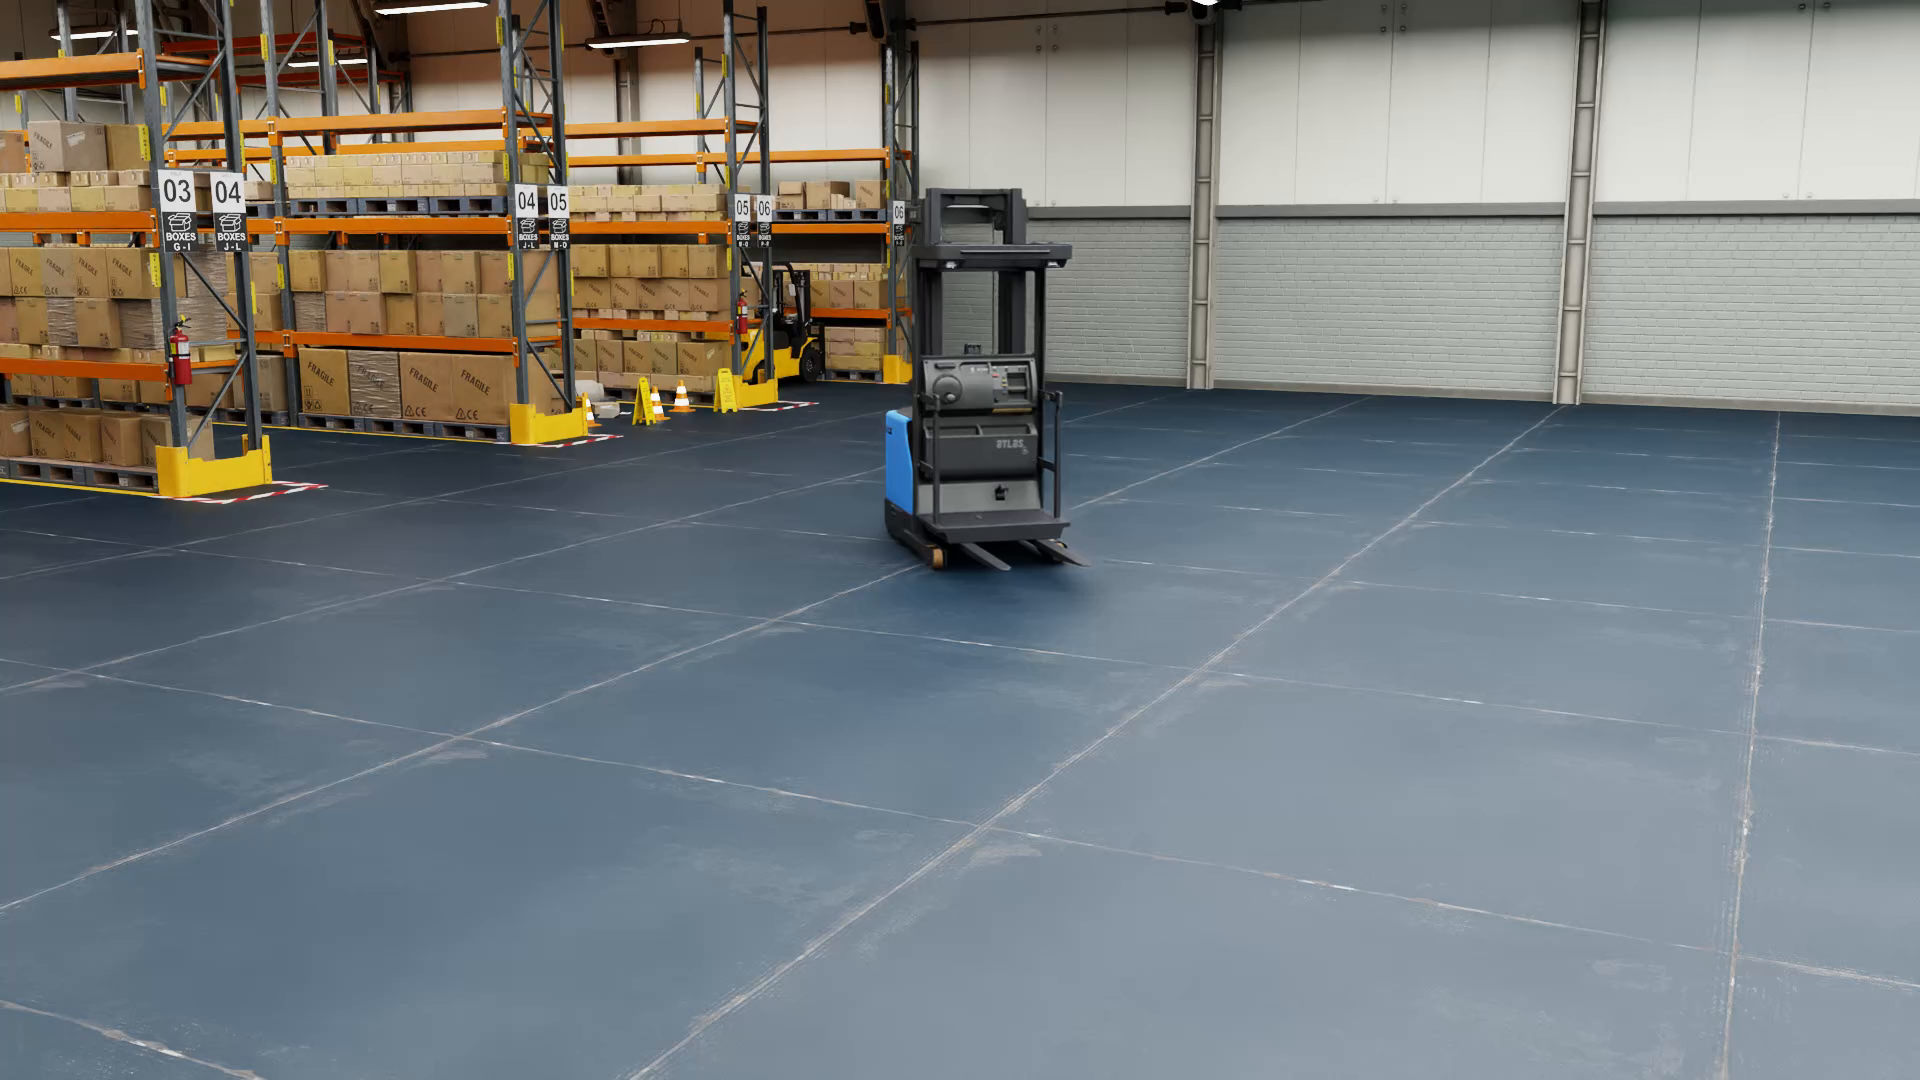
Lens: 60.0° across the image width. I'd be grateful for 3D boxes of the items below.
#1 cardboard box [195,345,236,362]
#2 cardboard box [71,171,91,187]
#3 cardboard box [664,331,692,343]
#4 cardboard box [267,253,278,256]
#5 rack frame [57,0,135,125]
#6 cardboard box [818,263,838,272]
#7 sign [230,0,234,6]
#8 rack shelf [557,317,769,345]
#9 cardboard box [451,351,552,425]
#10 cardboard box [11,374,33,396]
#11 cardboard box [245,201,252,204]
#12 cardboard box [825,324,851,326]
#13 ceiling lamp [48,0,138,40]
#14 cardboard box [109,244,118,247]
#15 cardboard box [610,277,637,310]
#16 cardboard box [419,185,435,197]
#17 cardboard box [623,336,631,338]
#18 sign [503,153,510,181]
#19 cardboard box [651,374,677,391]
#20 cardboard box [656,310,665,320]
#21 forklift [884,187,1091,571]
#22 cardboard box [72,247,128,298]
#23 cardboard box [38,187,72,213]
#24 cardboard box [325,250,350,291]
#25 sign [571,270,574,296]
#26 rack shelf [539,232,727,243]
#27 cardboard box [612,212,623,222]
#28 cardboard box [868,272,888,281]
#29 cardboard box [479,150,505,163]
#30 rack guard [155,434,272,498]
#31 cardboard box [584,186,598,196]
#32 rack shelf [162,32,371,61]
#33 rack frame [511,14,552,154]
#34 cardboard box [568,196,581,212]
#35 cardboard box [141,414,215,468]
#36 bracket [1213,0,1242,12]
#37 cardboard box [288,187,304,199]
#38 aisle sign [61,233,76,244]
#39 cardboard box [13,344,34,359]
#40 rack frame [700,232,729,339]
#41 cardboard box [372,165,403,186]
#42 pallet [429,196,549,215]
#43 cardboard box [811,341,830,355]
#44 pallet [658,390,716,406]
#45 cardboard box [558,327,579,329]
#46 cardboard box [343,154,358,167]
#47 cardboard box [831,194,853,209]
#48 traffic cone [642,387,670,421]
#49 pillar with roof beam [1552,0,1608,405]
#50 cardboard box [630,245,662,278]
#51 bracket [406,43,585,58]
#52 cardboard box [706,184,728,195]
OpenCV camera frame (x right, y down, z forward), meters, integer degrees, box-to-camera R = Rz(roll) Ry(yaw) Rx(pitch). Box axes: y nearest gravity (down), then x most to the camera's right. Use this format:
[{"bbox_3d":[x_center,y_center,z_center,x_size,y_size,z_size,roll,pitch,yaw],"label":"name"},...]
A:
[{"bbox_3d":[-7.736,-1.933,17.191,0.250,0.149,0.380,5,11,26],"label":"cardboard box"},{"bbox_3d":[-8.684,-3.625,16.718,0.250,0.149,0.380,5,11,26],"label":"cardboard box"},{"bbox_3d":[-4.393,-3.160,25.882,0.250,0.149,0.380,5,12,27],"label":"cardboard box"},{"bbox_3d":[-11.860,-4.828,29.397,0.500,0.500,0.500,5,11,26],"label":"cardboard box"},{"bbox_3d":[-12.474,-6.362,24.116,0.127,3.000,1.000,5,11,26],"label":"rack frame"},{"bbox_3d":[-2.377,-4.946,30.198,0.250,0.149,0.380,5,12,27],"label":"cardboard box"},{"bbox_3d":[-7.345,-5.533,16.689,0.005,0.325,0.100,5,11,26],"label":"sign"},{"bbox_3d":[-4.994,-3.382,26.514,4.000,0.370,1.077,5,11,26],"label":"rack shelf"},{"bbox_3d":[-5.938,-1.984,21.556,0.875,0.875,0.875,5,11,26],"label":"cardboard box"},{"bbox_3d":[-14.126,-2.478,25.337,0.500,0.500,0.500,4,11,23],"label":"cardboard box"},{"bbox_3d":[-12.478,-5.941,29.407,0.258,0.266,0.396,6,12,31],"label":"cardboard box"},{"bbox_3d":[-2.248,-3.865,30.898,0.500,0.250,0.500,5,11,25],"label":"cardboard box"},{"bbox_3d":[-14.180,-9.934,27.459,2.000,3.185,0.800,5,11,26],"label":"ceiling lamp"},{"bbox_3d":[-15.725,-5.486,31.208,0.250,0.149,0.380,5,11,26],"label":"cardboard box"},{"bbox_3d":[-5.150,-3.896,26.218,0.500,0.500,0.500,5,11,26],"label":"cardboard box"},{"bbox_3d":[-6.661,-4.440,21.165,0.250,0.149,0.380,5,11,25],"label":"cardboard box"},{"bbox_3d":[-5.681,-3.073,27.221,0.500,0.500,0.500,5,12,27],"label":"cardboard box"},{"bbox_3d":[-5.553,-4.567,20.356,0.005,0.325,0.100,5,11,26],"label":"sign"},{"bbox_3d":[-4.506,-2.495,26.134,0.500,0.250,0.500,5,11,26],"label":"cardboard box"},{"bbox_3d":[-4.539,-3.534,26.040,0.250,0.149,0.380,5,11,27],"label":"cardboard box"},{"bbox_3d":[0.221,-1.287,13.113,1.130,2.935,3.031,-3,11,-15],"label":"forklift"},{"bbox_3d":[-8.639,-2.726,16.944,0.500,0.500,0.500,5,11,26],"label":"cardboard box"},{"bbox_3d":[-9.035,-3.476,17.012,0.500,0.250,0.500,5,12,27],"label":"cardboard box"},{"bbox_3d":[-8.027,-3.641,22.472,0.550,0.550,0.875,5,11,26],"label":"cardboard box"},{"bbox_3d":[-5.049,-3.333,21.570,0.005,0.325,0.100,5,11,26],"label":"sign"},{"bbox_3d":[-6.388,-5.966,32.371,4.000,0.370,1.077,5,11,26],"label":"rack shelf"},{"bbox_3d":[-5.232,-5.060,26.051,0.250,0.149,0.380,5,11,26],"label":"cardboard box"},{"bbox_3d":[-1.443,-4.722,29.798,0.250,0.149,0.380,5,11,27],"label":"cardboard box"},{"bbox_3d":[-5.752,-4.753,20.652,0.250,0.149,0.380,5,11,26],"label":"cardboard box"},{"bbox_3d":[-7.654,-0.772,17.090,0.348,0.500,1.175,5,11,26],"label":"rack guard"},{"bbox_3d":[-5.702,-5.487,26.168,0.250,0.149,0.380,5,11,24],"label":"cardboard box"},{"bbox_3d":[-12.168,-8.600,29.167,4.000,0.370,1.077,5,11,26],"label":"rack shelf"},{"bbox_3d":[-6.788,-6.846,26.787,0.127,3.000,1.000,5,11,26],"label":"rack frame"},{"bbox_3d":[-6.048,-5.325,26.391,0.500,0.250,0.500,5,11,25],"label":"cardboard box"},{"bbox_3d":[-8.138,-1.024,17.306,0.500,0.500,0.500,8,13,36],"label":"cardboard box"},{"bbox_3d":[4.363,-8.731,27.099,0.430,0.232,0.235,5,11,26],"label":"bracket"},{"bbox_3d":[-8.711,-4.620,22.159,0.250,0.149,0.380,5,11,25],"label":"cardboard box"},{"bbox_3d":[-17.476,-6.174,32.619,0.004,0.787,0.394,5,11,26],"label":"aisle sign"},{"bbox_3d":[-9.762,-2.006,17.598,0.250,0.149,0.380,5,11,26],"label":"cardboard box"},{"bbox_3d":[-4.595,-4.687,31.703,0.127,3.000,1.000,5,11,26],"label":"rack frame"},{"bbox_3d":[-7.213,-4.697,21.465,0.500,0.250,0.500,5,11,26],"label":"cardboard box"},{"bbox_3d":[-5.970,-4.269,21.222,1.213,0.211,1.003,5,11,26],"label":"pallet"},{"bbox_3d":[-2.500,-3.538,30.494,0.500,0.250,0.500,5,11,25],"label":"cardboard box"},{"bbox_3d":[-3.982,-2.282,26.246,1.213,0.211,1.003,5,11,26],"label":"pallet"},{"bbox_3d":[-7.629,-3.989,33.335,0.625,0.625,0.875,5,12,28],"label":"cardboard box"},{"bbox_3d":[-7.796,-4.933,21.646,0.250,0.149,0.380,5,11,26],"label":"cardboard box"},{"bbox_3d":[-2.113,-6.074,29.863,0.258,0.266,0.396,5,11,26],"label":"cardboard box"},{"bbox_3d":[-4.343,-1.954,23.727,0.334,0.463,0.336,5,11,26],"label":"traffic cone"},{"bbox_3d":[7.623,-5.889,21.502,0.548,9.000,9.100,5,11,26],"label":"pillar with roof beam"},{"bbox_3d":[-4.709,-4.336,25.843,0.500,0.500,0.700,5,11,25],"label":"cardboard box"},{"bbox_3d":[-9.454,-9.945,33.807,4.783,0.066,0.076,5,11,26],"label":"bracket"},{"bbox_3d":[-3.635,-5.303,25.150,0.250,0.149,0.380,5,11,26],"label":"cardboard box"}]
